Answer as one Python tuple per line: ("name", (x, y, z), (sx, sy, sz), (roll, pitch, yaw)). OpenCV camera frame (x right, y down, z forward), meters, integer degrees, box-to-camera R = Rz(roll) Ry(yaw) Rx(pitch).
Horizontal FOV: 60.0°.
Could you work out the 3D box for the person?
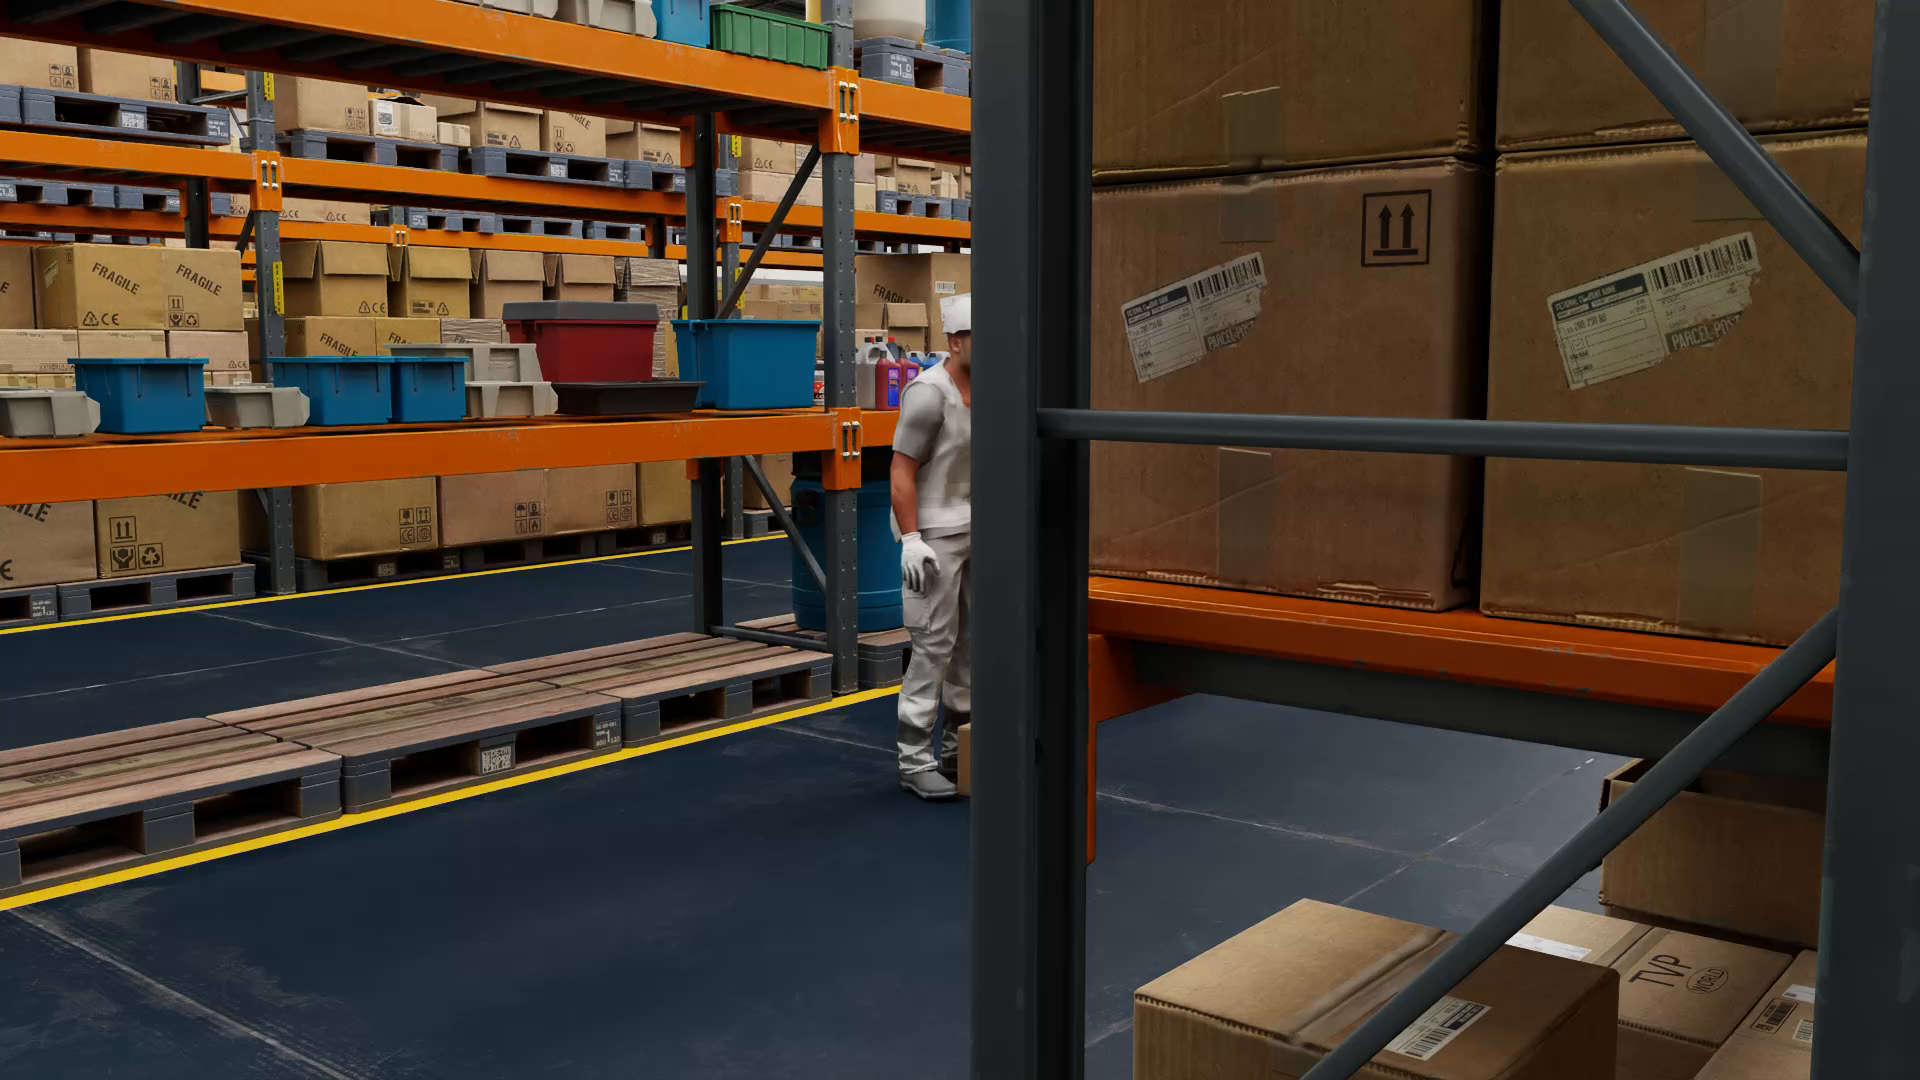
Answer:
("person", (-0.011, 0.014, 6.041), (0.454, 1.779, 0.609), (5, 8, 38))
